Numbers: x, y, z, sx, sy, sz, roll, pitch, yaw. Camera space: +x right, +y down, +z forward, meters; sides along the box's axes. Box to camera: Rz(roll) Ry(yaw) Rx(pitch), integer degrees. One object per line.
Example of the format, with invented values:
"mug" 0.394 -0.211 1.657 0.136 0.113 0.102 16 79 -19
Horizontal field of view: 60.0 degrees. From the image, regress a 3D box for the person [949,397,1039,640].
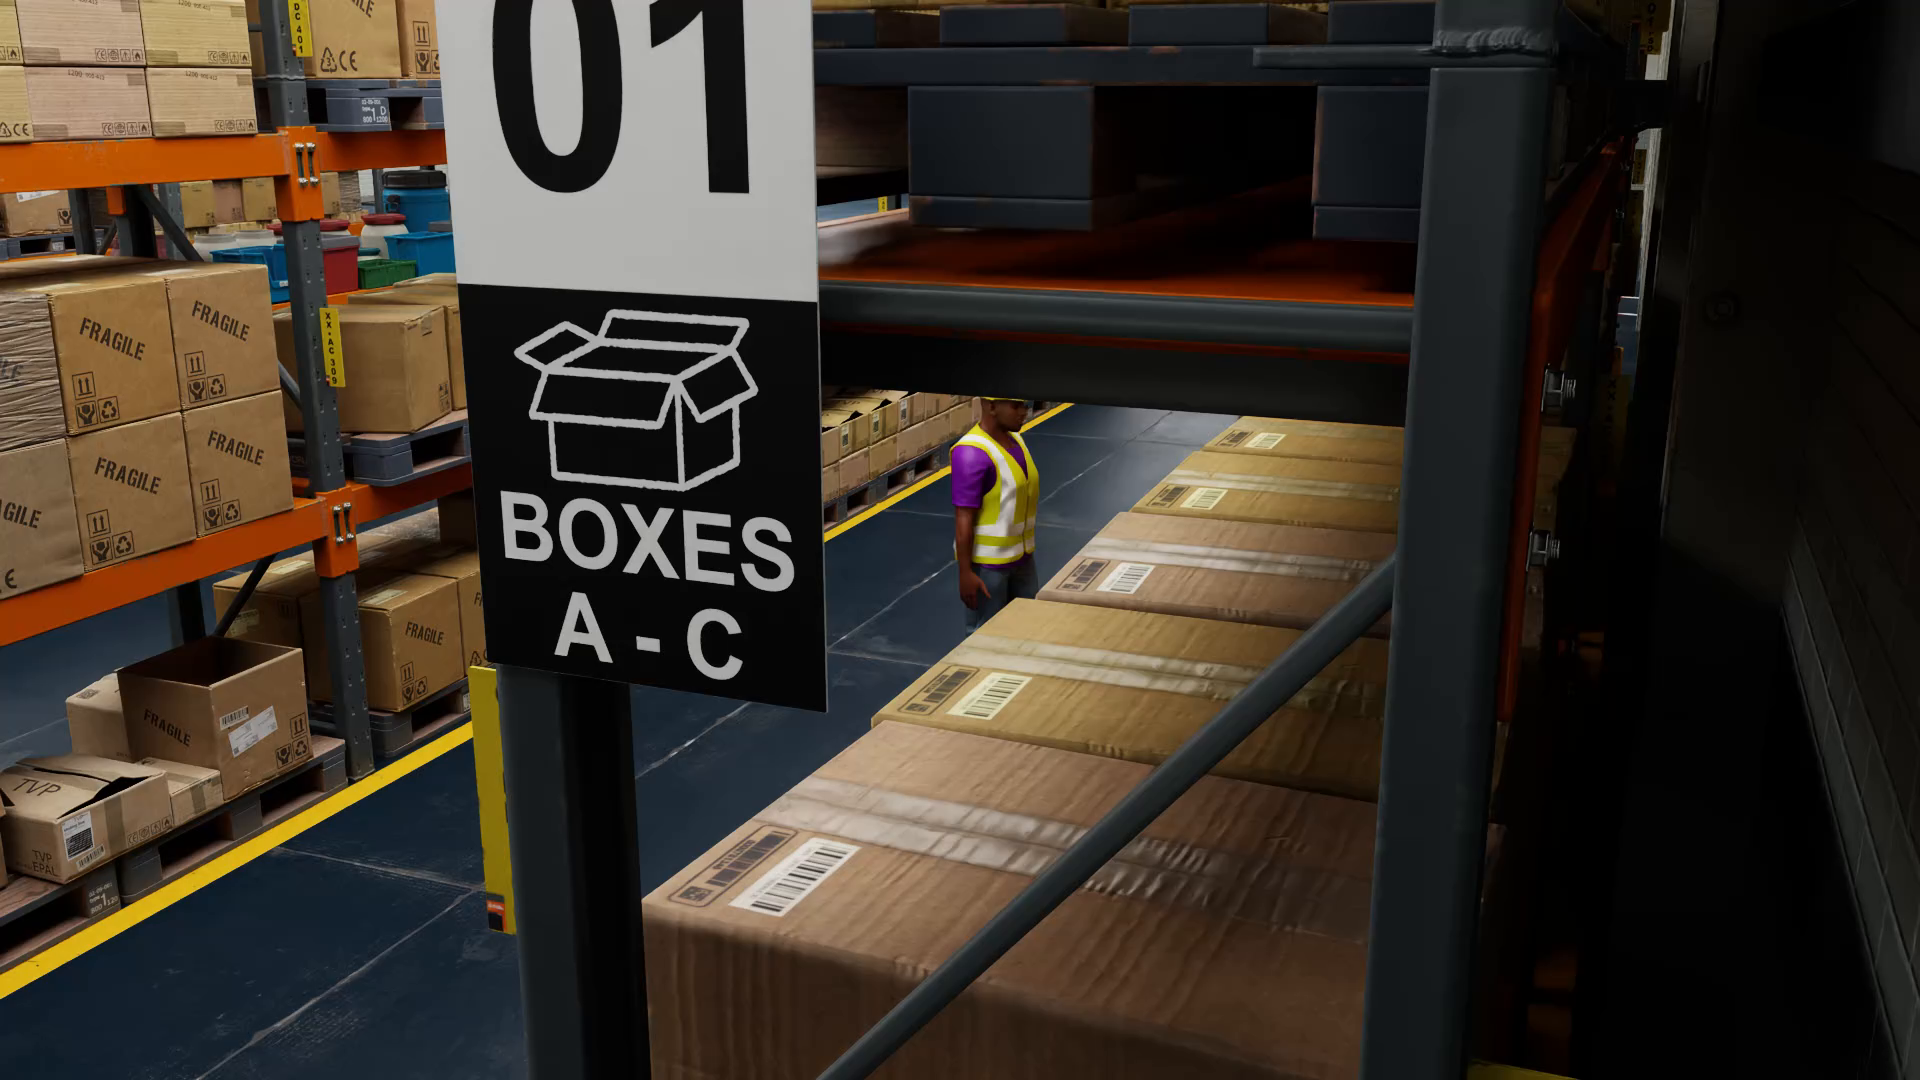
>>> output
"person" 0.244 0.097 7.595 0.562 1.771 0.604 8 17 28
